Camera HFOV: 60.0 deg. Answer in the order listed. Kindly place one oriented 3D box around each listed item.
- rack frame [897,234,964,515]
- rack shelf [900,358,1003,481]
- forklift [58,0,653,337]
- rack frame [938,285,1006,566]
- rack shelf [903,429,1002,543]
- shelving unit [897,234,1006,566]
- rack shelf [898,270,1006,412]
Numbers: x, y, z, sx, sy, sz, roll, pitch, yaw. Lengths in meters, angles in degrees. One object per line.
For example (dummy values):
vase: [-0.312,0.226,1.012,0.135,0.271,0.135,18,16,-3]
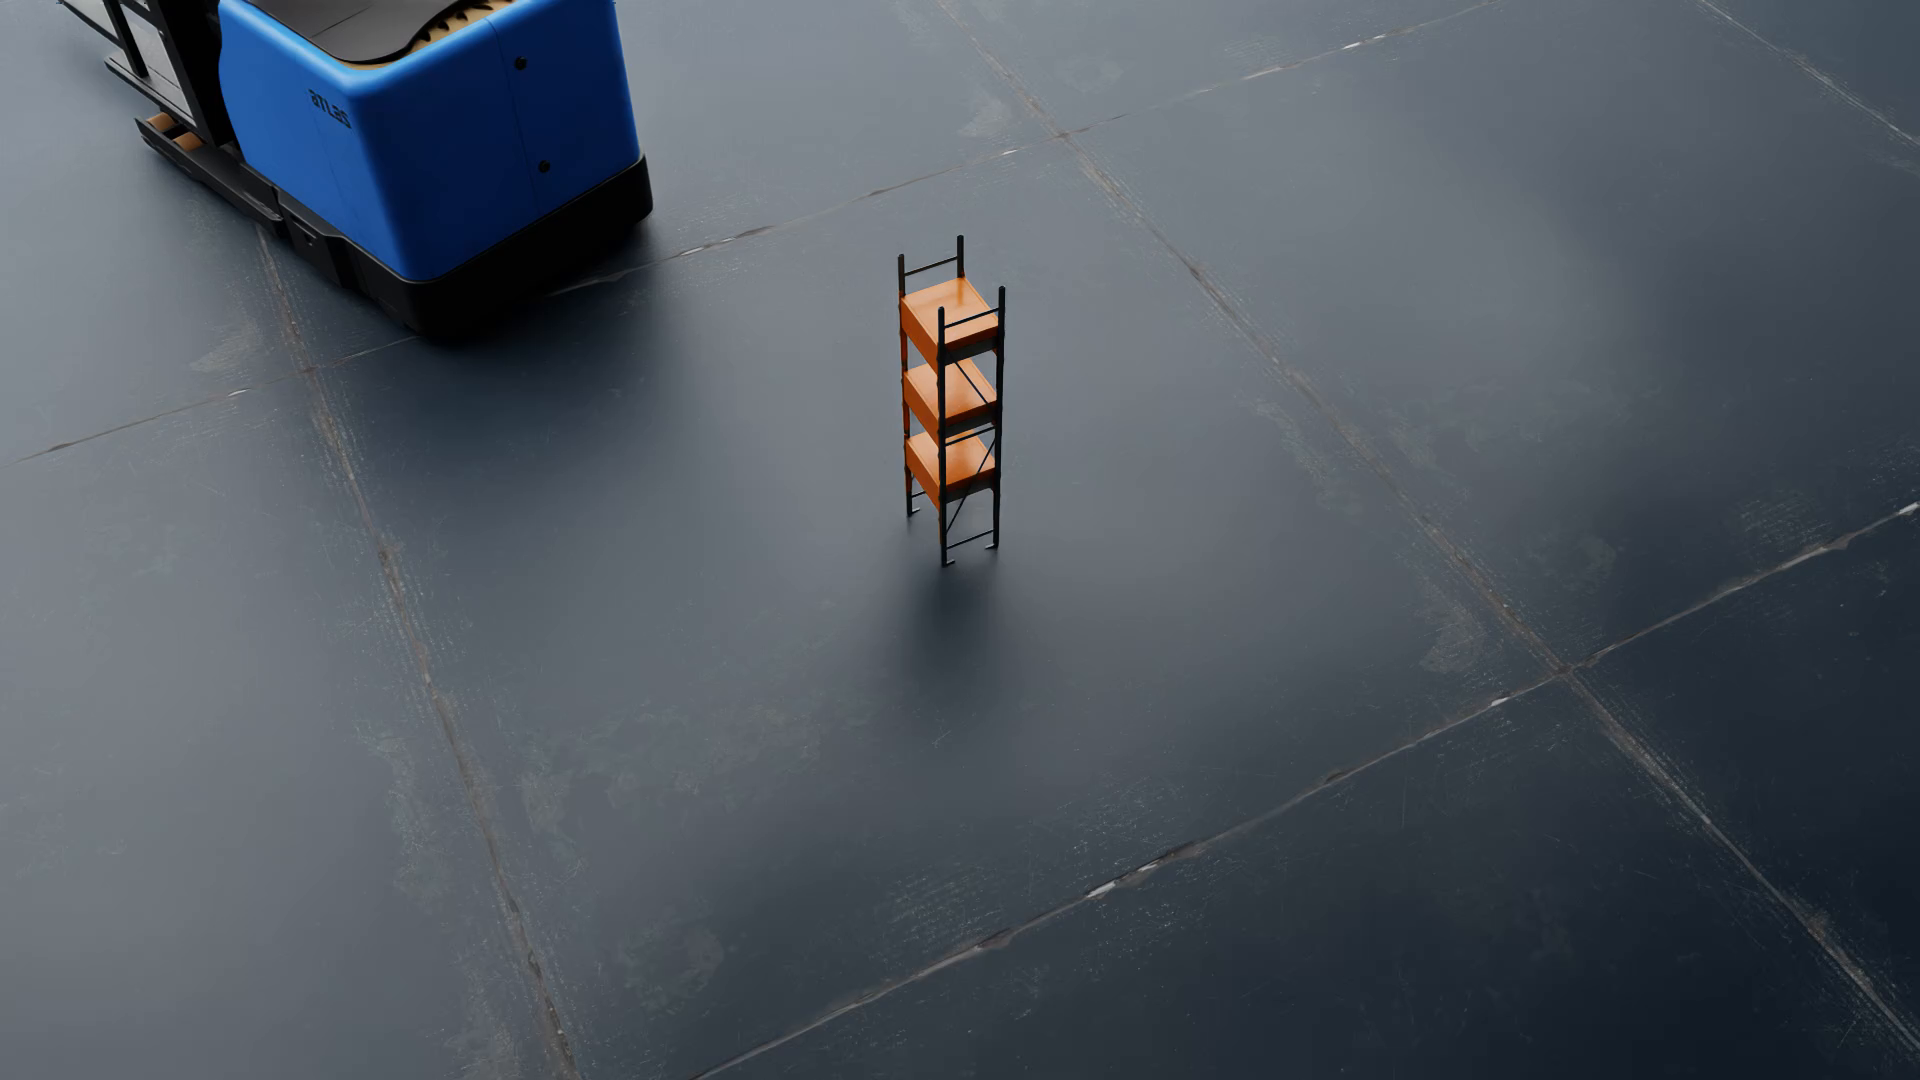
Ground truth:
rack frame: [-0.080,-0.463,4.958,0.200,1.050,0.008,-21,52,-18]
rack shelf: [-0.024,-0.374,4.894,0.215,0.259,0.240,-21,52,-18]
forklift: [-2.584,-2.644,5.615,3.031,2.935,1.130,34,57,26]
rack frame: [0.031,-0.300,4.815,0.200,1.050,0.008,-21,52,-18]
rack shelf: [-0.024,-0.192,5.103,0.215,0.259,0.240,-21,52,-18]
shelving unit: [-0.024,-0.381,4.886,0.215,1.050,0.252,-21,52,-18]
rack shelf: [-0.024,-0.561,4.681,0.215,0.259,0.240,-21,52,-18]
